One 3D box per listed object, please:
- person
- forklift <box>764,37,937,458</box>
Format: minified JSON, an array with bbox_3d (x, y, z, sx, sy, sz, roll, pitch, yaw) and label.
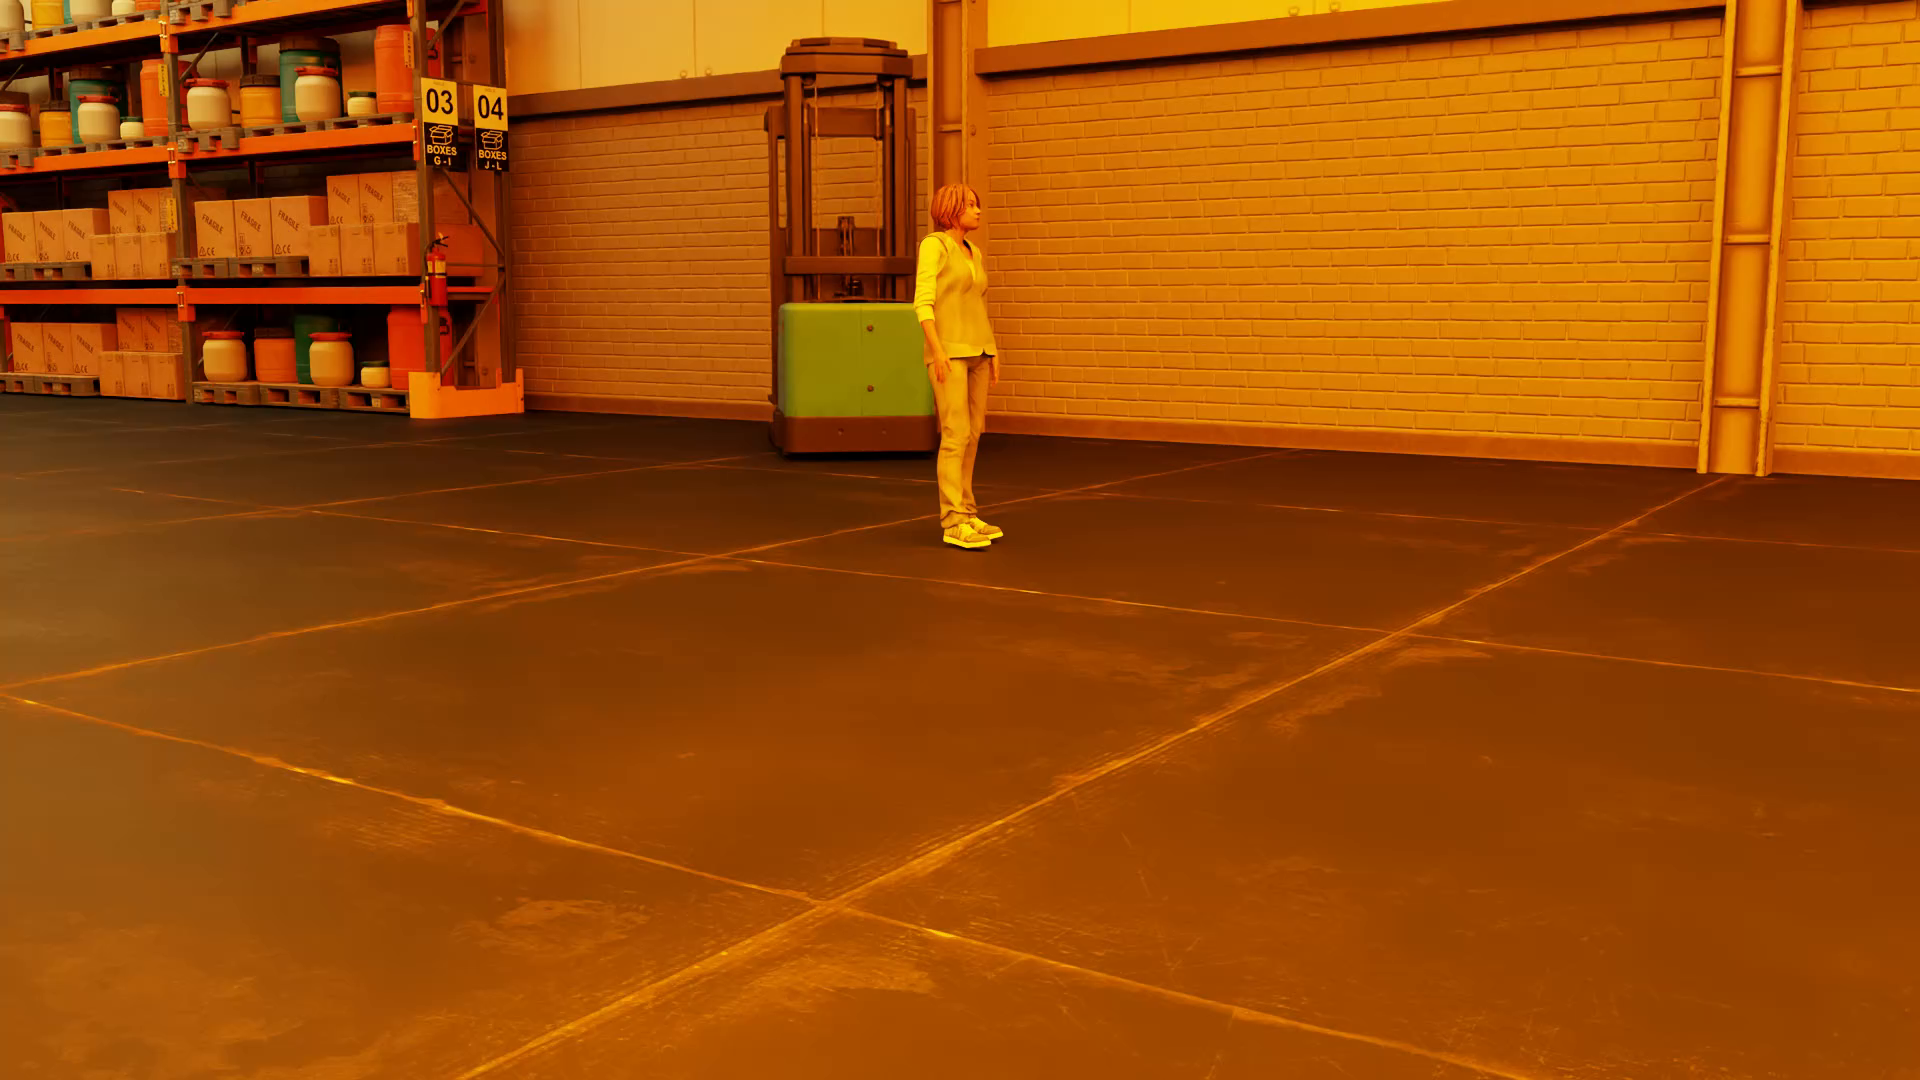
[{"bbox_3d":[0.053,-0.791,7.438,0.475,1.597,0.520,5,10,34],"label":"person"},{"bbox_3d":[-0.905,-2.190,12.597,1.130,2.935,3.031,-1,8,-9],"label":"forklift"}]
